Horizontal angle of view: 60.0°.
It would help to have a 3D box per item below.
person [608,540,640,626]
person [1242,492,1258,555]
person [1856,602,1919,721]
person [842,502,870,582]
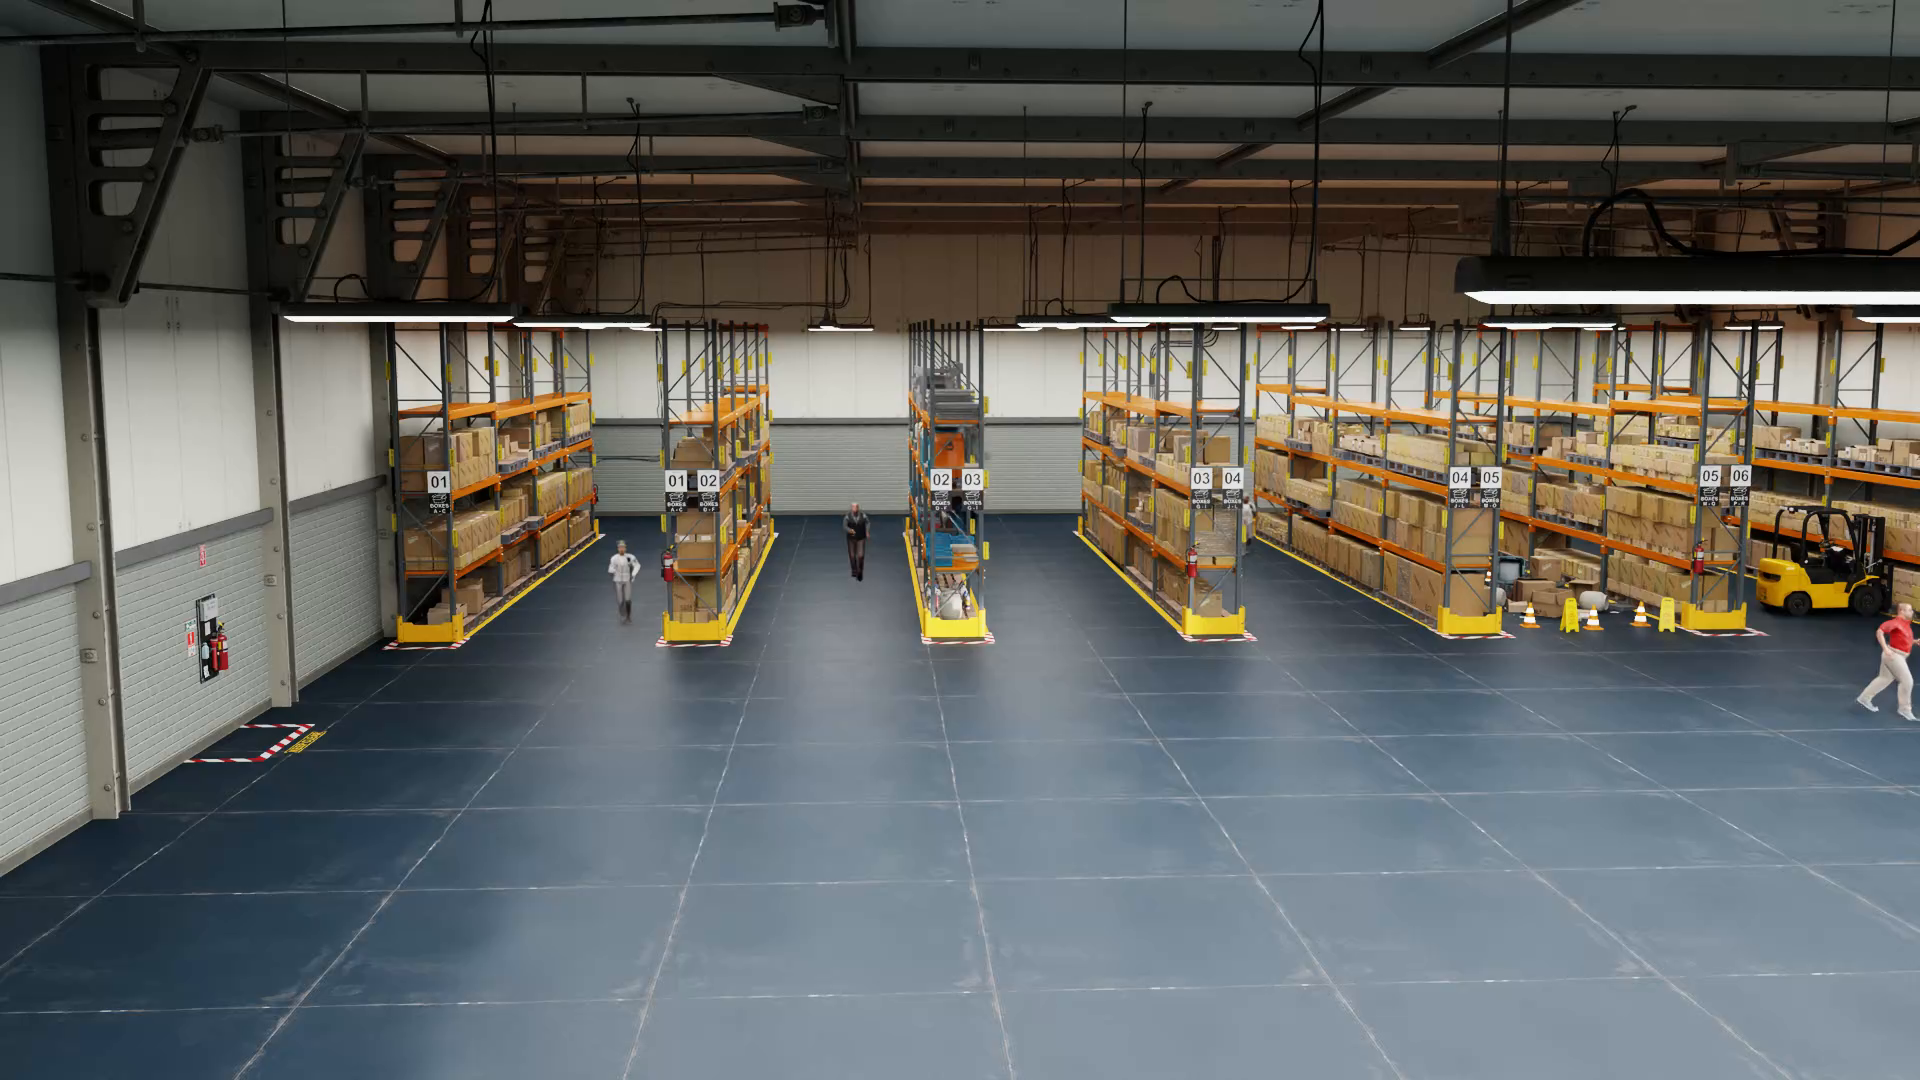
[{"bbox_3d":[-6.628,0.850,32.767,0.595,1.705,0.629,-1,7,-4],"label":"person"},{"bbox_3d":[7.429,-0.418,43.017,0.609,1.650,0.595,0,7,0],"label":"person"},{"bbox_3d":[14.019,1.809,24.960,0.896,1.778,0.585,5,9,34],"label":"person"},{"bbox_3d":[-2.301,0.043,36.978,0.625,1.773,0.764,-1,7,-5],"label":"person"}]
